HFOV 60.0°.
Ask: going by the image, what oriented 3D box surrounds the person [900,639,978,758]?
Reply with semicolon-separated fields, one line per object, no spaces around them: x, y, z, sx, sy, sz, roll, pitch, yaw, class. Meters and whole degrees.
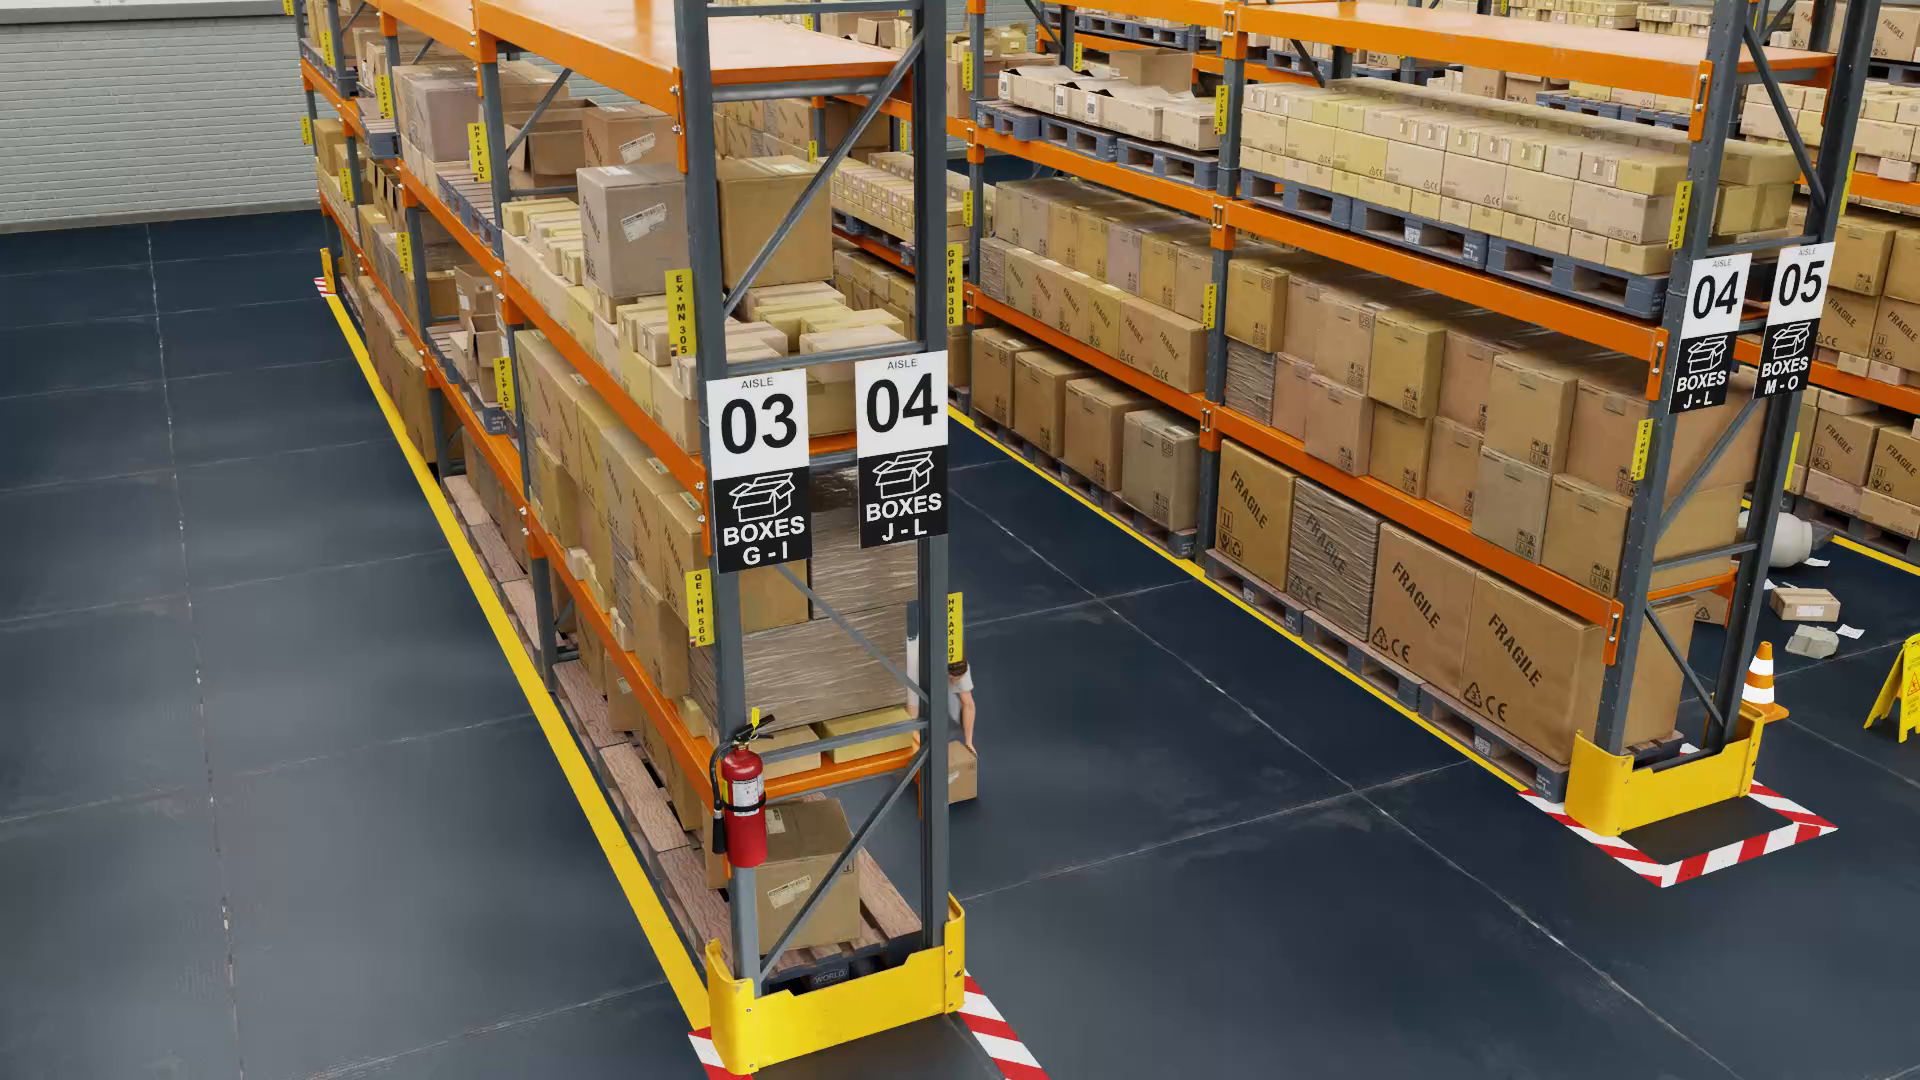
-0.203;0.921;9.772;0.482;0.906;0.796;-10;24;-24;person
